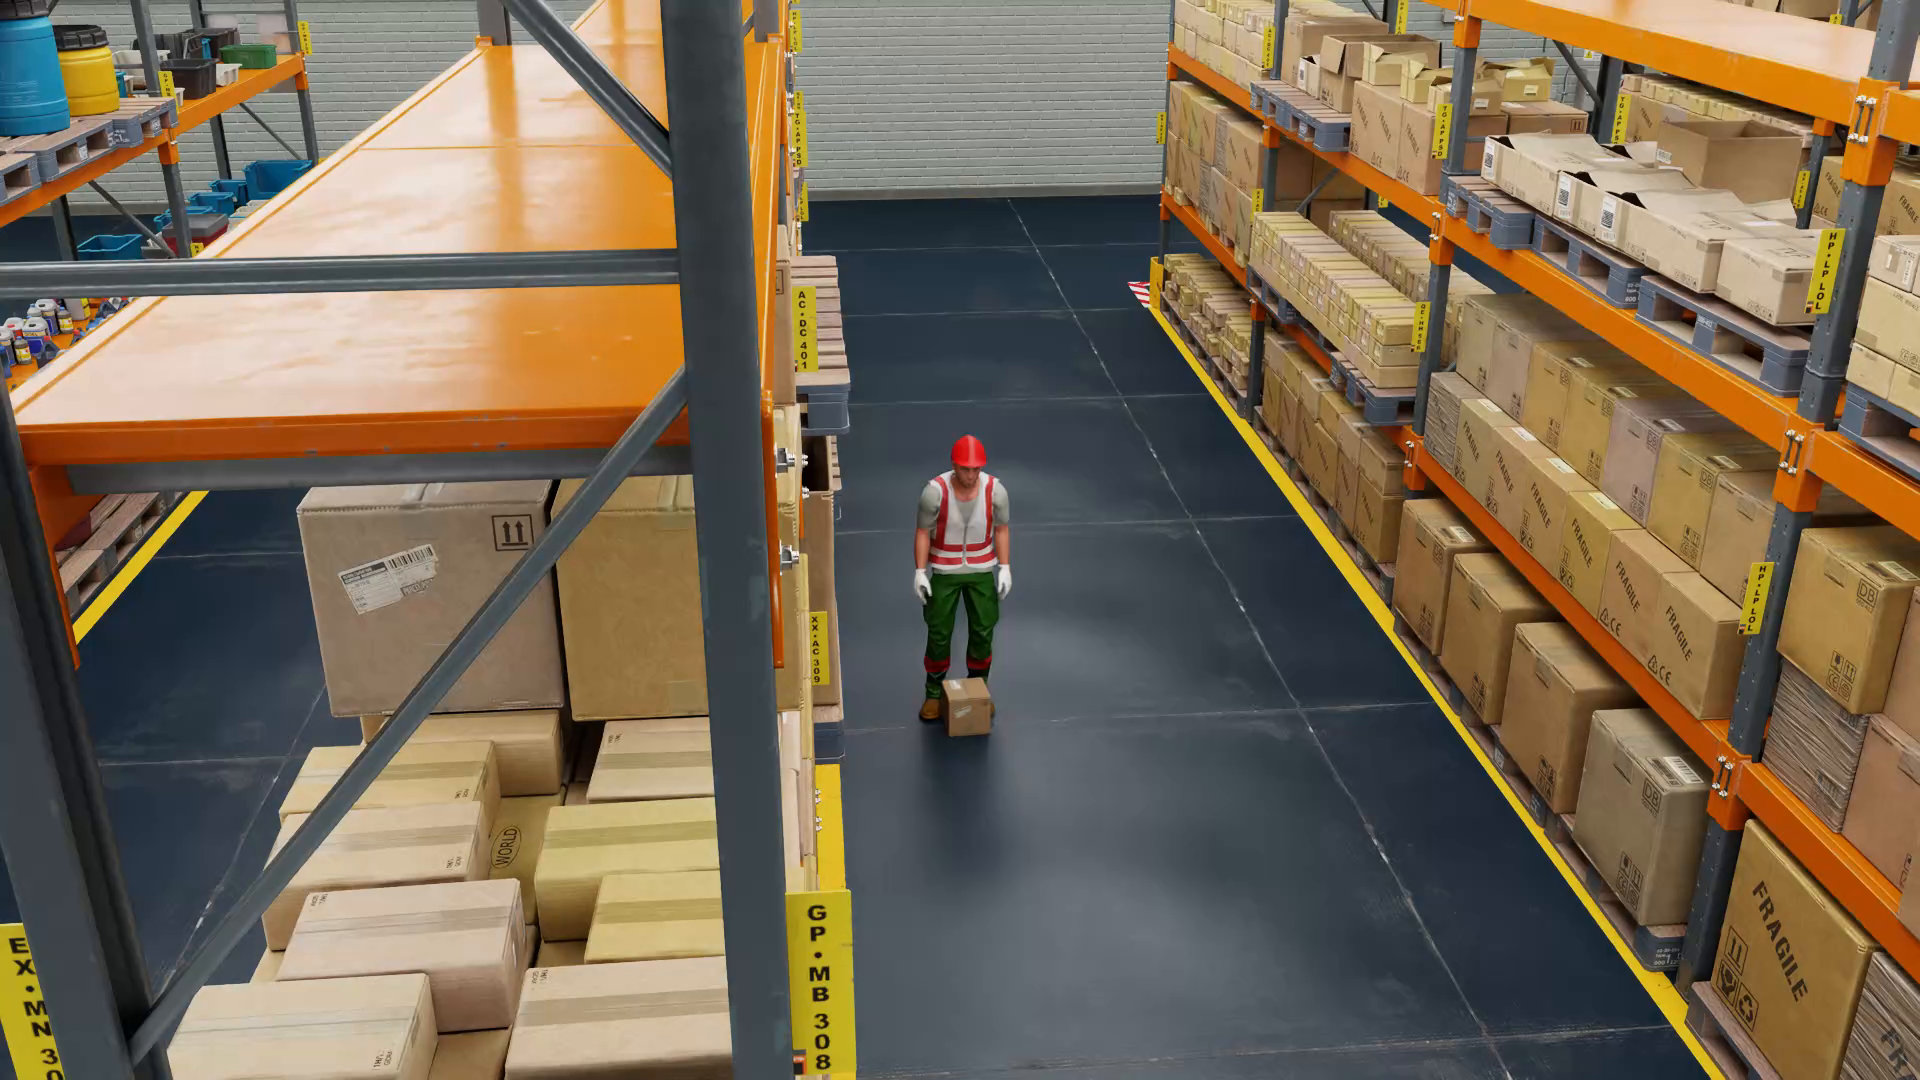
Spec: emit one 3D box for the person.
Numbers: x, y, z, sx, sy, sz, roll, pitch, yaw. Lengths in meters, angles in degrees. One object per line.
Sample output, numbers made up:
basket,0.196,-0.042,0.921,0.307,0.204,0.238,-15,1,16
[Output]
person,0.016,0.208,9.835,0.597,1.778,0.450,-3,24,-7
